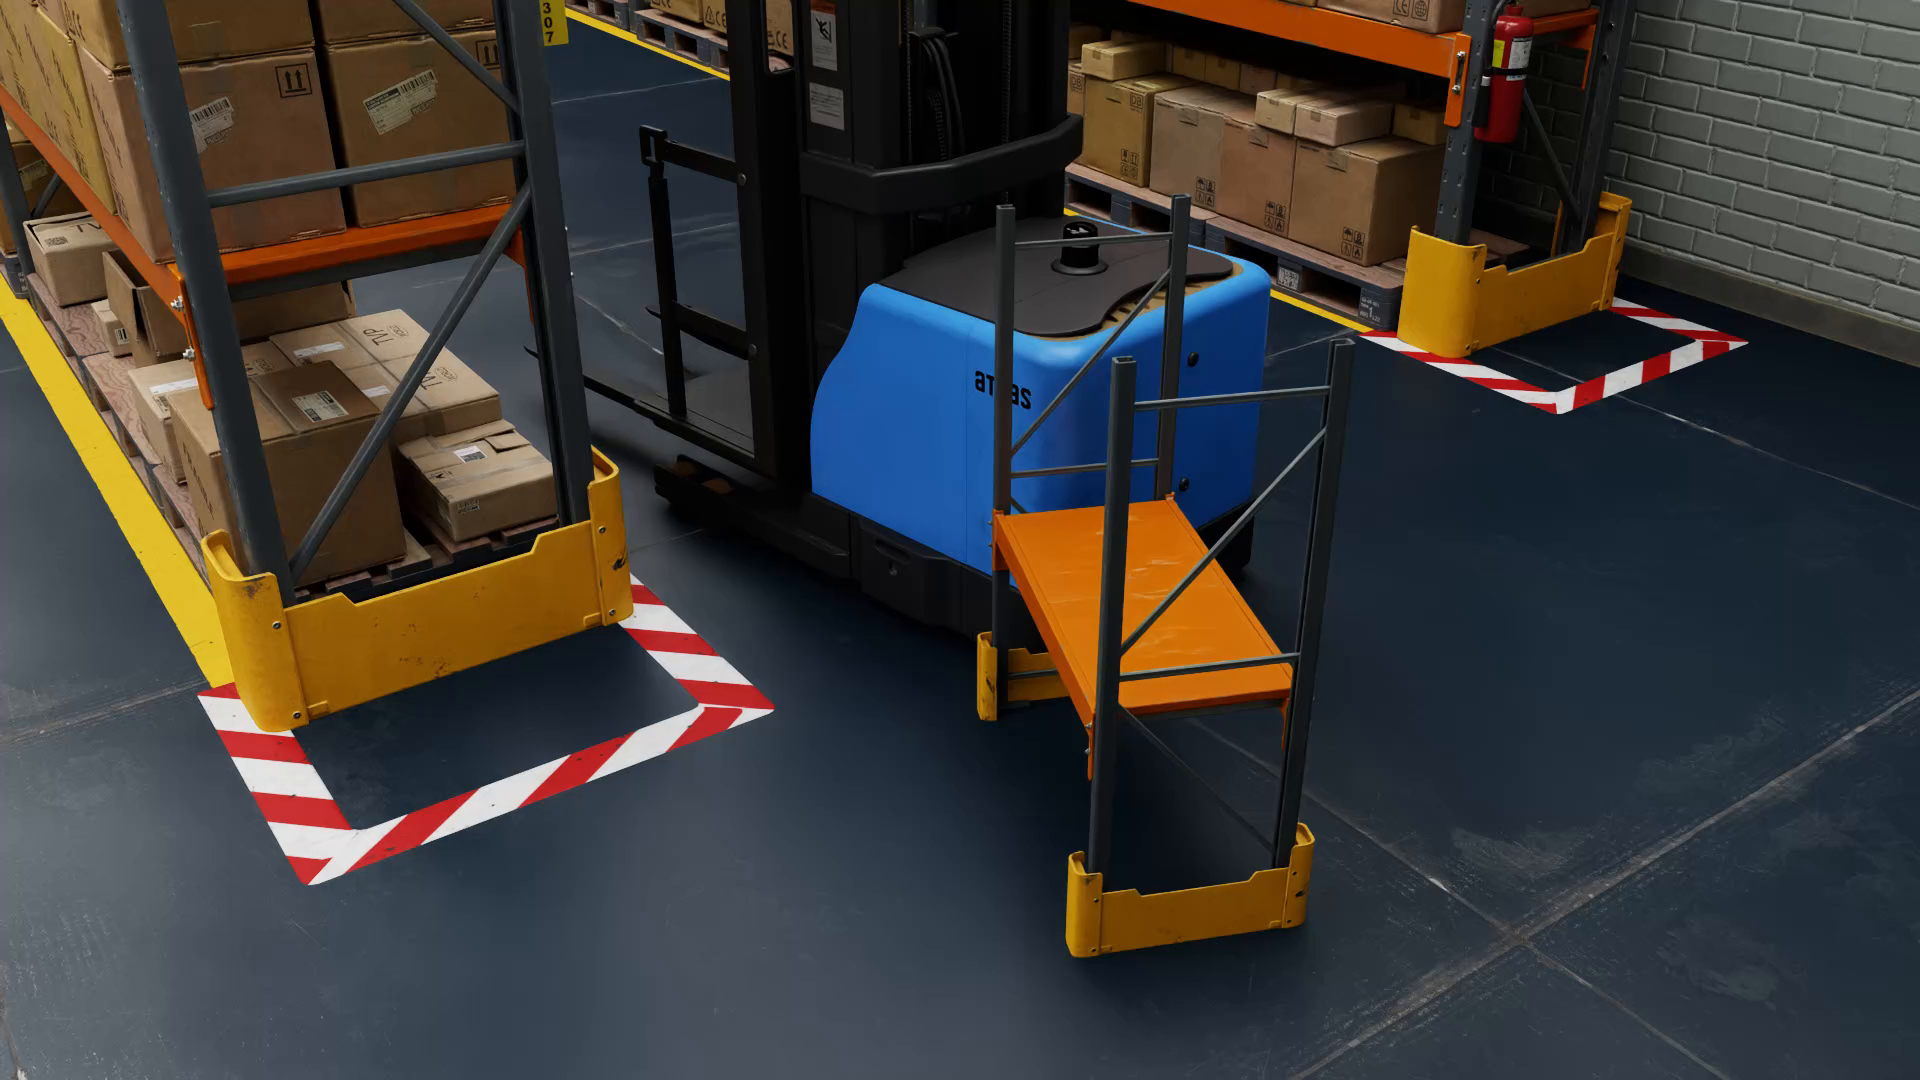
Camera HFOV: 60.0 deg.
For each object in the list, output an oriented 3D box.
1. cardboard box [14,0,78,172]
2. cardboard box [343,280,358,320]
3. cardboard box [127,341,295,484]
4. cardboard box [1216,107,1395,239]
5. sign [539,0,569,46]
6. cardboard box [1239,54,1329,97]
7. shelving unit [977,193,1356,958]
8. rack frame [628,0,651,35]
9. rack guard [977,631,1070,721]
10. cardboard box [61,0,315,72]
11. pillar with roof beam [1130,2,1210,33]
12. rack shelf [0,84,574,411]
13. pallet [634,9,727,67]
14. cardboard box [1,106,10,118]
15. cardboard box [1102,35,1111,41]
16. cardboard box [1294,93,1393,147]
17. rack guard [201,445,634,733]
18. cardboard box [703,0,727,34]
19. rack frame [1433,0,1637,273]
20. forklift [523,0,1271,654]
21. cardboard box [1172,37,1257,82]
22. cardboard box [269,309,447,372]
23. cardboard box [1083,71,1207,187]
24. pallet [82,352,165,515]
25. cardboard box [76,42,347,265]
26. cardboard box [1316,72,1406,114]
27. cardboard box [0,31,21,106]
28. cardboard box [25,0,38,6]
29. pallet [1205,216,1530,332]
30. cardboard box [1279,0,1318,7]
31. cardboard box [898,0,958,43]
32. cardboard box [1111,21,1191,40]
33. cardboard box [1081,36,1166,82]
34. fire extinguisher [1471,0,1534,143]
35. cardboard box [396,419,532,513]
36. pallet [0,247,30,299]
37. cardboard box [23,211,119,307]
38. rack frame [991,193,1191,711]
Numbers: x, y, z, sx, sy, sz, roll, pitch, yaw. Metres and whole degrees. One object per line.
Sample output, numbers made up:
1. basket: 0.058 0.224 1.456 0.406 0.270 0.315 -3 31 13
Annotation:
1. cardboard box: -2.621 -1.494 5.254 0.500 0.500 0.500 -18 34 -30
2. cardboard box: -2.875 -1.088 6.966 0.500 0.311 0.500 -19 34 -31
3. cardboard box: -2.594 -0.461 5.877 0.500 0.250 0.500 -19 34 -31
4. cardboard box: 1.704 -1.853 8.199 0.700 0.500 0.500 -19 34 -31
5. sign: -1.109 -1.486 4.436 0.100 0.325 0.005 -19 34 -31
6. cardboard box: 1.642 -2.343 8.421 0.380 0.149 0.250 -18 33 -30
7. shelving unit: 0.443 0.050 4.086 0.587 1.500 1.083 -6 29 -10
8. rack frame: -2.159 -5.438 12.621 1.000 3.000 0.127 -19 34 -31
9. rack guard: 0.342 0.367 4.813 0.587 0.250 0.087 -6 29 -10
10. cardboard box: -2.033 -1.536 4.282 0.500 0.500 0.500 -19 34 -31
11. pillar with roof beam: -2.235 -5.295 6.071 9.100 9.000 0.400 -19 34 -31
12. rack shelf: -2.711 -1.417 5.970 1.077 0.370 4.000 -19 34 -31
13. pallet: -1.763 -3.886 12.683 1.003 0.211 1.213 -19 34 -31
14. cardboard box: -4.671 -1.912 8.286 0.500 0.500 0.500 -19 34 -30
15. cardboard box: 0.512 -2.650 9.666 0.700 0.500 0.500 -18 33 -30
16. cardboard box: 1.771 -1.943 7.685 0.380 0.149 0.250 -19 34 -31
17. rack guard: -1.595 0.113 5.017 1.175 0.500 0.348 -19 34 -31
18. cardboard box: -1.336 -4.014 11.810 0.750 0.750 0.750 -19 34 -31
19. rack frame: 2.482 -2.328 6.894 1.000 3.000 0.127 -19 34 -31
20. forklift: -0.450 -1.495 5.432 3.031 2.935 1.130 25 37 38
21. cardboard box: 1.346 -2.542 8.786 0.380 0.149 0.250 -19 34 -31
22. cardboard box: -2.216 -0.619 6.167 0.500 0.250 0.500 -19 34 -31
23. cardboard box: 1.096 -2.254 8.936 0.700 0.500 0.500 -18 33 -30
24. pallet: -2.762 -0.543 6.529 1.003 0.211 1.213 -19 34 -31
25. cardboard box: -2.033 -1.098 4.524 0.500 0.500 0.500 -18 33 -29
26. cardboard box: 1.935 -2.147 8.060 0.380 0.149 0.250 -19 34 -31
27. cardboard box: -3.210 -1.888 5.978 0.500 0.500 0.500 -19 34 -31
28. cardboard box: -2.632 -1.932 5.012 0.500 0.500 0.500 -18 33 -29
29. pallet: 1.954 -1.392 8.092 1.003 0.211 1.213 -19 34 -31
30. cardboard box: 1.747 -2.935 7.698 0.980 0.700 0.700 -19 34 -31
31. cardboard box: -0.321 -3.340 10.569 0.750 0.750 0.750 -18 33 -30
32. cardboard box: 1.050 -2.740 9.152 0.380 0.149 0.250 -20 34 -32
33. cardboard box: 0.865 -2.549 8.800 0.380 0.149 0.250 -20 34 -32
34. fire extinguisher: 2.193 -1.944 6.658 0.296 0.674 0.183 -19 34 -31
35. cardboard box: -1.659 -0.259 5.591 0.380 0.166 0.250 -19 34 -31
36. pallet: -4.374 -1.591 8.458 1.003 0.211 1.213 -19 34 -31
37. cardboard box: -3.804 -1.299 7.356 0.500 0.311 0.500 -19 34 -31
38. rack frame: 0.338 -0.192 4.531 0.500 1.500 0.032 -6 29 -10
